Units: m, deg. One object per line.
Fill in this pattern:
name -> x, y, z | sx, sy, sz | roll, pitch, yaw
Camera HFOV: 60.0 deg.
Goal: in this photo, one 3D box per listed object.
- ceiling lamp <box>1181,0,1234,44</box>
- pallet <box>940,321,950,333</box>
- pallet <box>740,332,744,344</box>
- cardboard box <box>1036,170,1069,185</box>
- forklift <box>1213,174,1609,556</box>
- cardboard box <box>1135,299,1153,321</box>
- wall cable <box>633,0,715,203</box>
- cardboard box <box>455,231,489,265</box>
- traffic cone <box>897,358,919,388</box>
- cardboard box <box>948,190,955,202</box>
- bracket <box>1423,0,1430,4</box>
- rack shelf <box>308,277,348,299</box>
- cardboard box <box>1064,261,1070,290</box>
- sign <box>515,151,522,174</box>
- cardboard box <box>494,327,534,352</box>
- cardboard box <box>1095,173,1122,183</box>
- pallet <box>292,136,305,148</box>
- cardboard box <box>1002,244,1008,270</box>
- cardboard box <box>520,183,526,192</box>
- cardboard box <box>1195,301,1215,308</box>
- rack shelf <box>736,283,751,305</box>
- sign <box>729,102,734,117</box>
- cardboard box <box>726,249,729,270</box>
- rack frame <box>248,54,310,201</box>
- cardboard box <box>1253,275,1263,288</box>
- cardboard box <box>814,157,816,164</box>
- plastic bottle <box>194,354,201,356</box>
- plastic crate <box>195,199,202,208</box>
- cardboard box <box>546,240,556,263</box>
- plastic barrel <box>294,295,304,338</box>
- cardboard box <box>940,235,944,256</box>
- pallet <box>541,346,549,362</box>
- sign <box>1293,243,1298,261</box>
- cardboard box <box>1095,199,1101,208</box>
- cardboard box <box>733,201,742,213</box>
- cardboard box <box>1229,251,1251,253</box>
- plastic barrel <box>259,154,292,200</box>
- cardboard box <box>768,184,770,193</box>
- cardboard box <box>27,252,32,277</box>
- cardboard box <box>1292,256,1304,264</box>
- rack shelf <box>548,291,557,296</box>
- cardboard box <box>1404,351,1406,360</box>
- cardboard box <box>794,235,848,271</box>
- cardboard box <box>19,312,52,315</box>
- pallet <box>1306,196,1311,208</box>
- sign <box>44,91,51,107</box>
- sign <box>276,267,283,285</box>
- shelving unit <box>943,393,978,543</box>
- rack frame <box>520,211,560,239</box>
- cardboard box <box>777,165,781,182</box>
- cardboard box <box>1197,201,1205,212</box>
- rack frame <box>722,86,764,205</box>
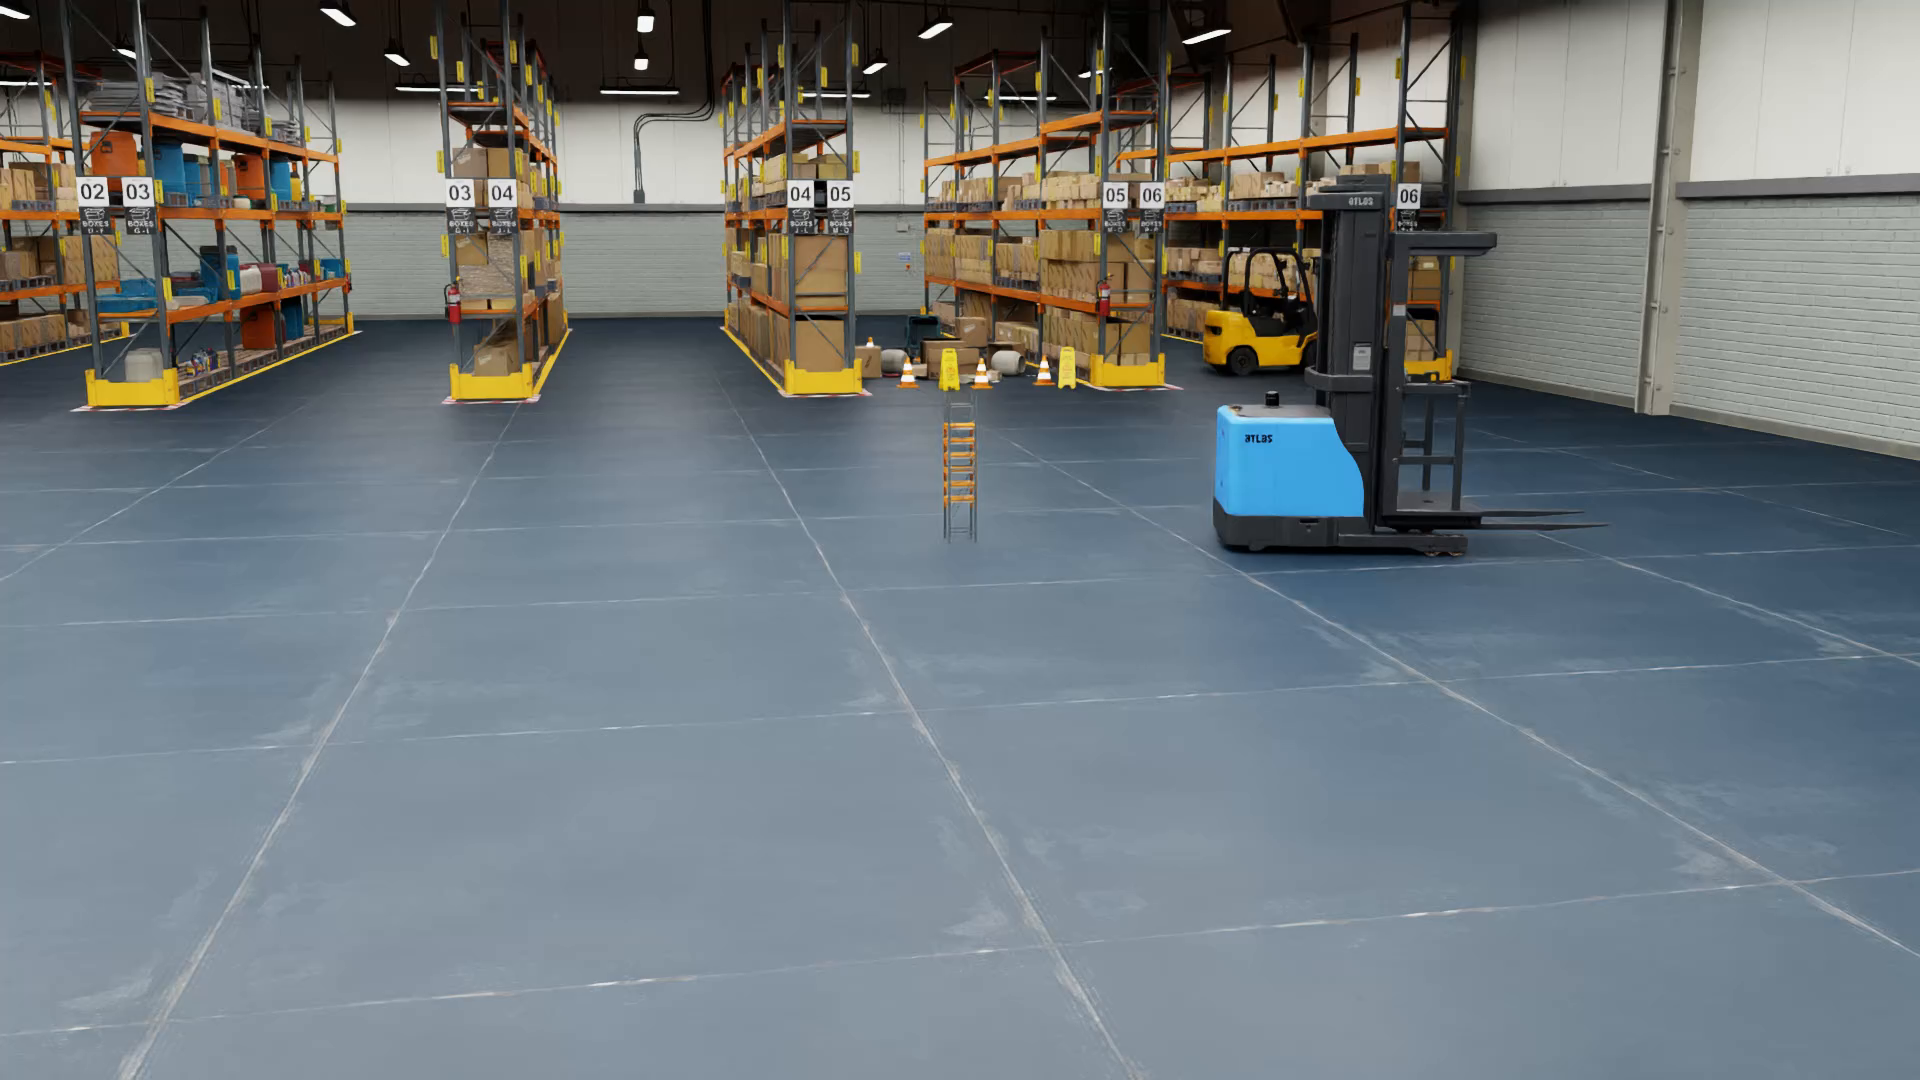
ceiling lamp -> 4.678, -10.592, 29.665 | 0.800, 3.185, 2.000 | -2, 11, -11
pallet -> 0.071, -5.165, 40.269 | 1.003, 0.211, 1.213 | -2, 11, -11
pallet -> -4.300, -4.457, 36.550 | 1.003, 0.211, 1.213 | -2, 11, -11
cardboard box -> 1.701, -6.655, 30.555 | 0.500, 0.250, 0.500 | -2, 11, -10
forklift -> 3.628, -1.414, 13.284 | 3.031, 2.935, 1.130 | 0, 11, 2
cardboard box -> 4.632, -5.687, 41.116 | 0.500, 0.500, 0.500 | -2, 11, -10
wall cable -> -7.835, -12.231, 45.289 | 2.277, 5.999, 0.120 | -2, 11, -11
cardboard box -> -7.353, -4.385, 24.978 | 0.500, 0.500, 0.500 | -2, 11, -11
traffic cone -> -0.830, -2.672, 26.496 | 0.336, 0.463, 0.334 | -2, 11, -11
cardboard box -> -0.055, -7.937, 38.320 | 0.396, 0.266, 0.258 | -2, 11, -9
bracket -> 7.905, -9.088, 27.749 | 0.235, 0.232, 0.430 | -2, 11, -11
rack shelf -> -14.585, -5.641, 37.237 | 1.077, 0.370, 4.000 | -2, 11, -11
cardboard box -> 2.074, -4.530, 28.410 | 0.500, 0.500, 0.500 | -2, 11, -10
sign -> -6.472, -5.530, 24.367 | 0.100, 0.325, 0.005 | -2, 11, -11
cardboard box -> -7.955, -3.530, 29.731 | 0.700, 0.500, 0.500 | -2, 11, -11
cardboard box -> 2.361, -5.761, 26.457 | 0.380, 0.149, 0.250 | -2, 11, -10
pallet -> -14.005, -8.135, 33.945 | 1.003, 0.211, 1.213 | -2, 11, -11
cardboard box -> 1.130, -5.650, 33.173 | 0.500, 0.500, 0.500 | -2, 11, -8
cardboard box -> -7.174, -5.646, 26.649 | 0.380, 0.149, 0.250 | -2, 11, -8
cardboard box -> 5.454, -5.238, 37.024 | 0.380, 0.149, 0.250 | -3, 11, -14
rack shelf -> -4.064, -5.250, 35.179 | 1.077, 0.370, 4.000 | -2, 11, -11
sign -> -4.989, -9.398, 36.297 | 0.100, 0.325, 0.005 | -2, 11, -11
cardboard box -> -5.415, -6.806, 40.371 | 0.500, 0.500, 0.500 | -2, 11, -8
rack frame -> -14.196, -8.575, 34.681 | 1.000, 3.000, 0.127 | -2, 11, -11
cardboard box -> 6.175, -5.170, 33.239 | 0.500, 0.250, 0.500 | -2, 11, -9
cardboard box -> -2.168, -6.119, 26.950 | 0.380, 0.149, 0.250 | -2, 11, -10
plastic bottle -> -12.335, -2.886, 26.944 | 0.152, 0.276, 0.135 | -2, 11, -11
plastic crate -> -11.932, -5.225, 25.808 | 0.243, 0.136, 0.396 | -2, 11, -11
cardboard box -> -9.180, -6.346, 36.615 | 0.500, 0.500, 0.500 | -2, 11, -11
plastic barrel -> -14.107, -4.703, 34.872 | 0.600, 0.901, 0.708 | -2, 11, -11
cardboard box -> -0.179, -6.972, 39.360 | 0.500, 0.500, 0.500 | -2, 11, -10
pallet -> -8.409, -3.561, 31.842 | 1.003, 0.211, 1.213 | -2, 11, -11
sign -> 6.277, -5.391, 31.111 | 0.100, 0.325, 0.005 | -2, 11, -11
cardboard box -> 2.373, -5.373, 26.552 | 0.380, 0.149, 0.250 | -2, 11, -11
cardboard box -> -4.813, -7.450, 37.194 | 0.500, 0.250, 0.500 | -2, 11, -10
cardboard box -> 6.082, -5.971, 35.657 | 0.500, 0.500, 0.500 | -2, 11, -8
plastic barrel -> -13.714, -7.246, 33.260 | 0.600, 0.901, 0.708 | -2, 11, -11
cardboard box -> -3.012, -5.890, 27.878 | 0.380, 0.149, 0.250 | -2, 11, -12
cardboard box -> -18.987, -5.485, 33.101 | 0.700, 0.500, 0.500 | 0, 11, -2
cardboard box -> 6.523, -5.305, 31.542 | 0.380, 0.149, 0.250 | -2, 11, -9
rack shelf -> -8.949, -5.088, 34.329 | 1.077, 0.370, 4.000 | -2, 11, -11
cardboard box -> 7.184, -3.079, 28.081 | 0.500, 0.250, 0.500 | -2, 11, -11
cardboard box -> -2.153, -4.443, 25.726 | 0.875, 0.550, 0.550 | -2, 11, -11
cardboard box -> -19.445, -4.531, 34.987 | 0.500, 0.500, 0.500 | -2, 11, -11
pallet -> 6.998, -6.157, 30.236 | 1.003, 0.211, 1.213 | -2, 11, -11
sign -> -18.513, -8.953, 33.748 | 0.100, 0.325, 0.005 | -2, 11, -11
sign -> -12.880, -4.996, 31.485 | 0.100, 0.325, 0.005 | -2, 11, -11
shelving unit -> 0.003, -0.587, 13.570 | 0.258, 1.200, 0.189 | -2, 11, -11
rack frame -> -10.116, -6.542, 40.043 | 1.000, 3.000, 0.127 | -2, 11, -11
cardboard box -> -2.585, -5.742, 26.033 | 0.500, 0.250, 0.500 | -2, 11, -11
cardboard box -> 5.495, -7.285, 36.328 | 0.500, 0.250, 0.500 | -2, 11, -11
rack frame -> -5.231, -9.651, 40.333 | 1.000, 3.000, 0.127 | -2, 11, -11
